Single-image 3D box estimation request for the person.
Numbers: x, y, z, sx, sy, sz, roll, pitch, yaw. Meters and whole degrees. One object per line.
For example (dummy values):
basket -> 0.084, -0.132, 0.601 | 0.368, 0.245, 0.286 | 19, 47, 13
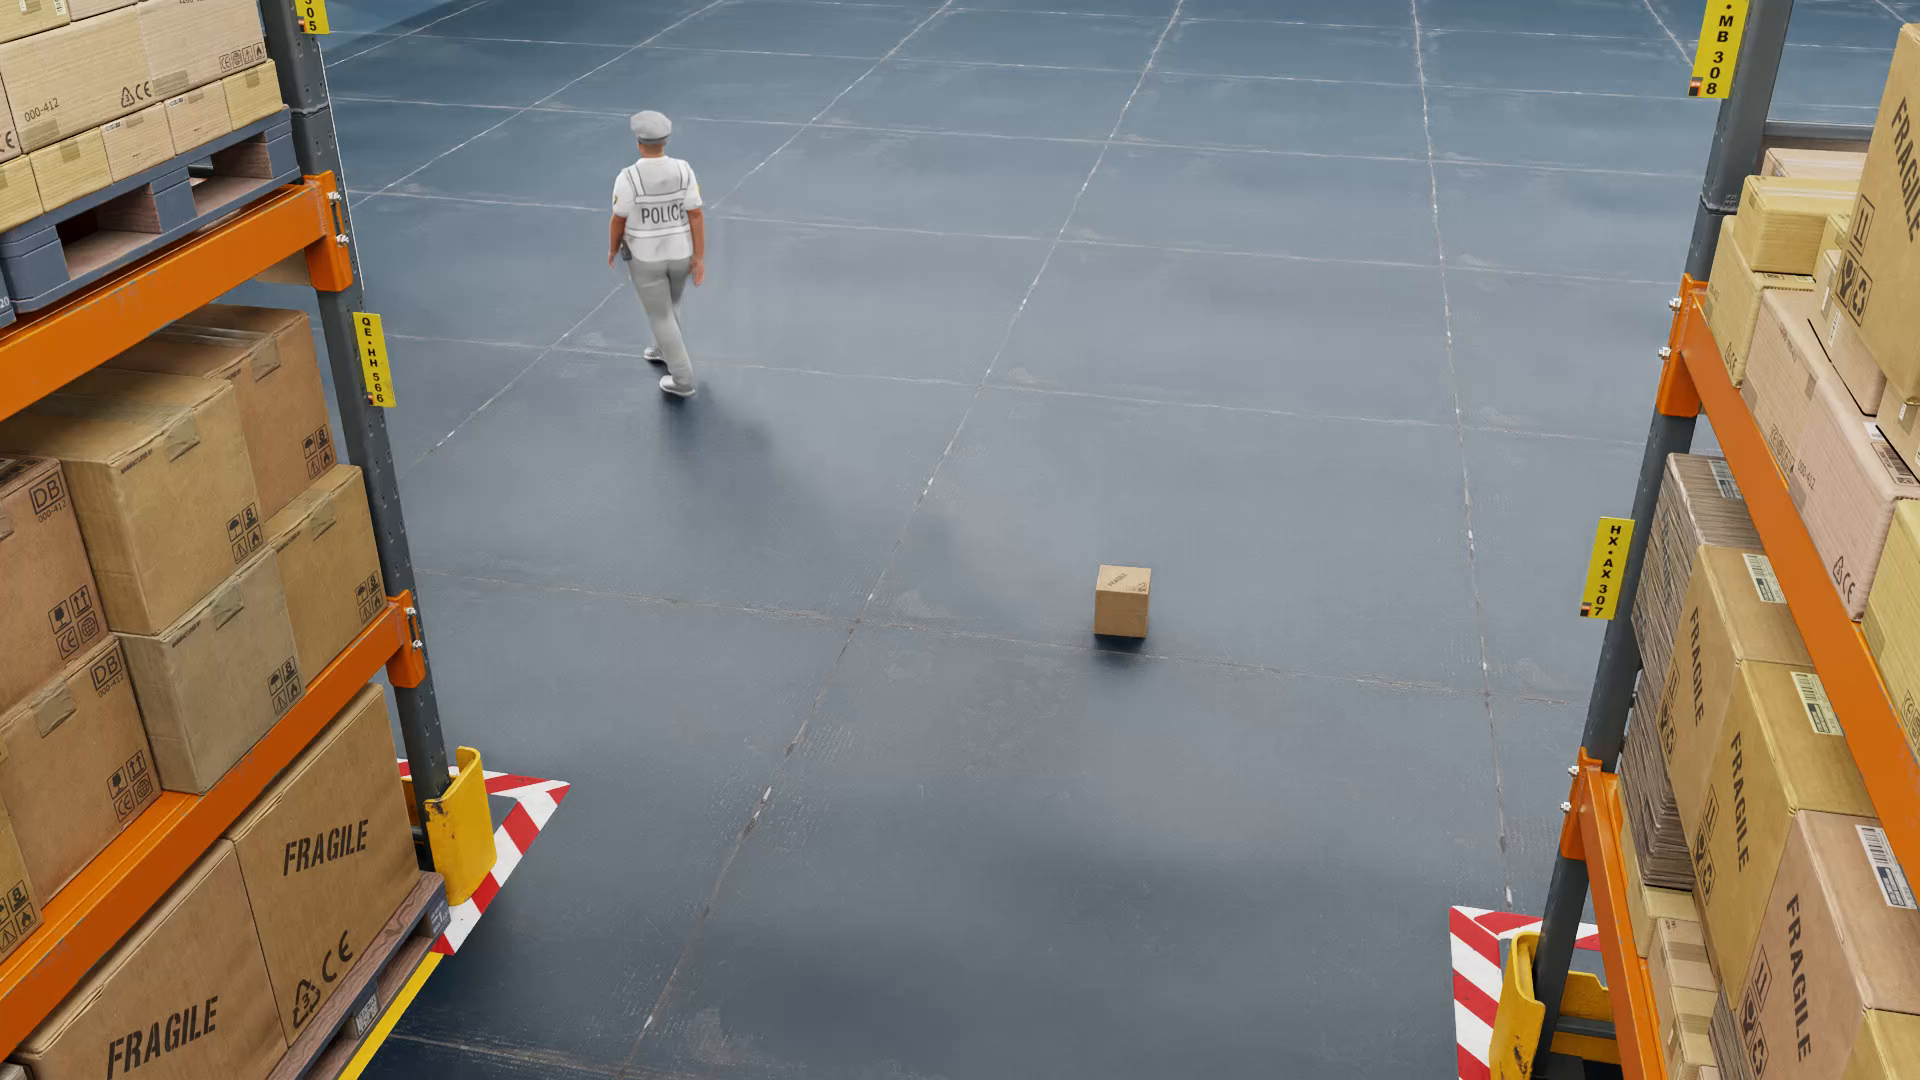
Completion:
person -> -1.940, -1.813, 10.417 | 0.529, 1.763, 0.903 | -21, 35, -33
